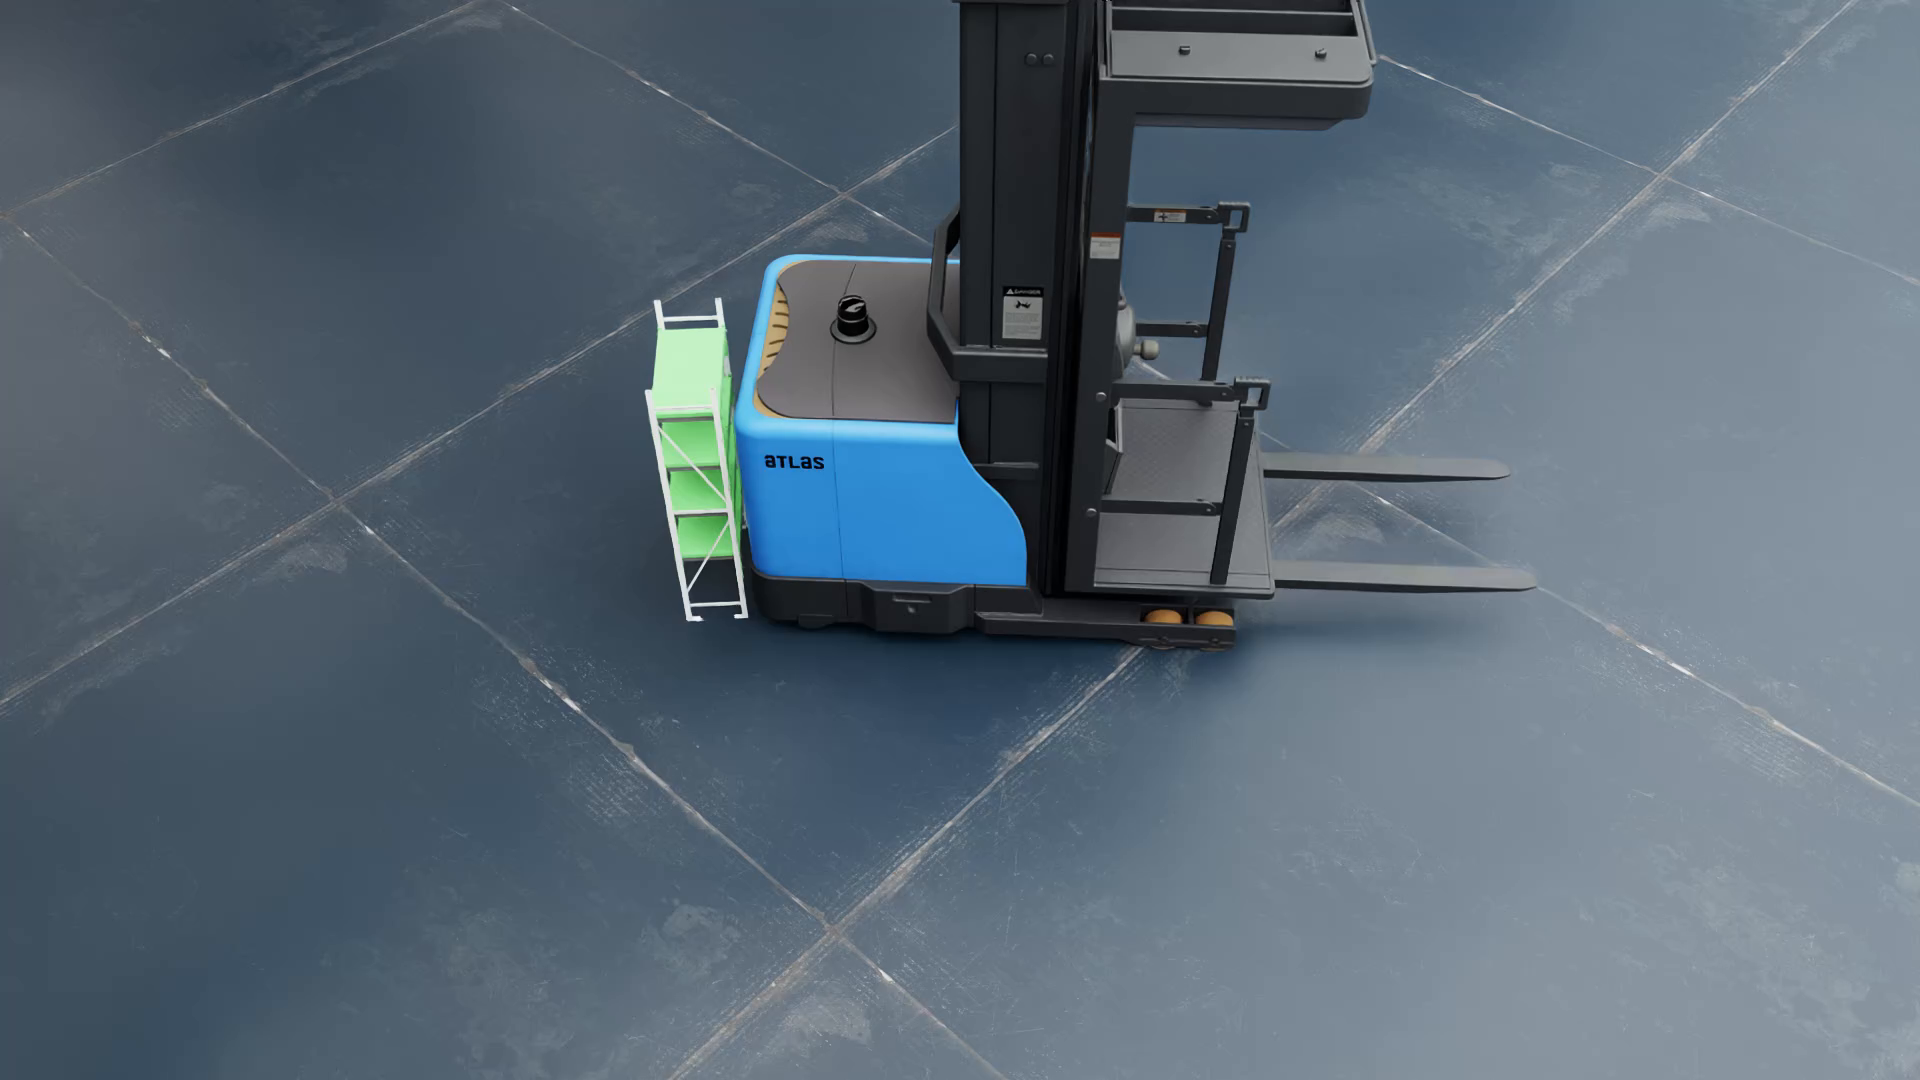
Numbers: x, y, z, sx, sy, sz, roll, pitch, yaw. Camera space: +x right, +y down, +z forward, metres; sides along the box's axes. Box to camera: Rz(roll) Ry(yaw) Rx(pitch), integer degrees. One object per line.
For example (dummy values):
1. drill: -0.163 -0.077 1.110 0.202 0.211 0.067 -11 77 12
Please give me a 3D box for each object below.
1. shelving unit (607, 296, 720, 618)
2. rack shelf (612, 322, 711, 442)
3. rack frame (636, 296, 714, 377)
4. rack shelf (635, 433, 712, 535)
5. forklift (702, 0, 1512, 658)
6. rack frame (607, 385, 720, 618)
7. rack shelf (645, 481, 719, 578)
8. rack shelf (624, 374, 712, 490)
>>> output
1. shelving unit: -1.062 -0.290 6.304 0.258 1.200 0.503 2 47 3
2. rack shelf: -1.069 -0.575 6.001 0.258 0.148 0.480 2 47 3
3. rack frame: -1.045 -0.467 6.471 0.240 1.200 0.015 2 47 3
4. rack shelf: -1.061 -0.246 6.351 0.258 0.148 0.480 2 47 3
5. forklift: 0.624 -0.956 5.745 3.031 2.935 1.130 4 47 4
6. rack frame: -1.079 -0.112 6.138 0.240 1.200 0.015 2 47 3
7. rack shelf: -1.056 -0.082 6.525 0.258 0.148 0.480 2 47 3
8. rack shelf: -1.065 -0.411 6.176 0.258 0.148 0.480 2 47 3
